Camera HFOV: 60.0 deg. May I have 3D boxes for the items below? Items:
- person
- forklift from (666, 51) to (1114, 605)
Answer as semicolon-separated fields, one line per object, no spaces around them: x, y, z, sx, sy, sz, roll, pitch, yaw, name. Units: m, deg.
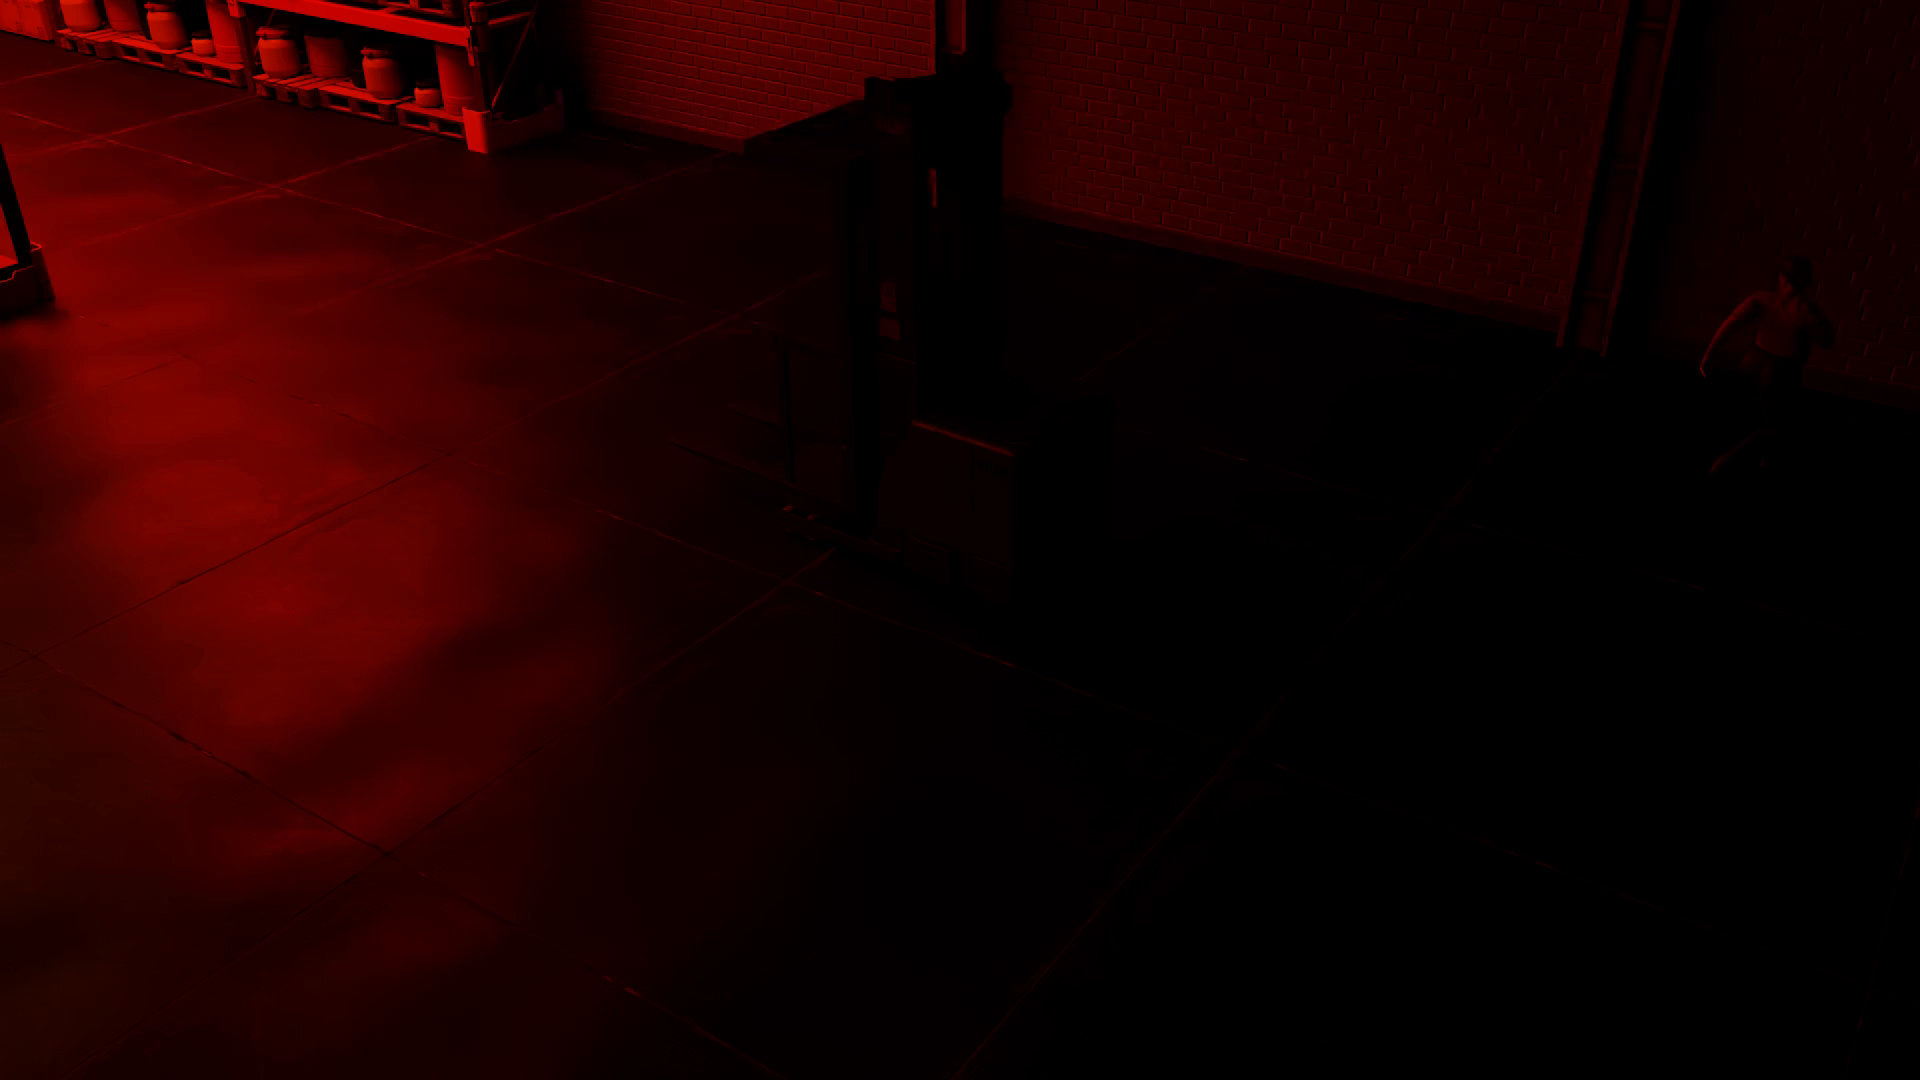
5.335;-1.112;10.893;0.858;1.571;0.509;-11;32;-18;person
-0.566;-1.457;10.090;3.031;2.935;1.130;20;35;30;forklift
